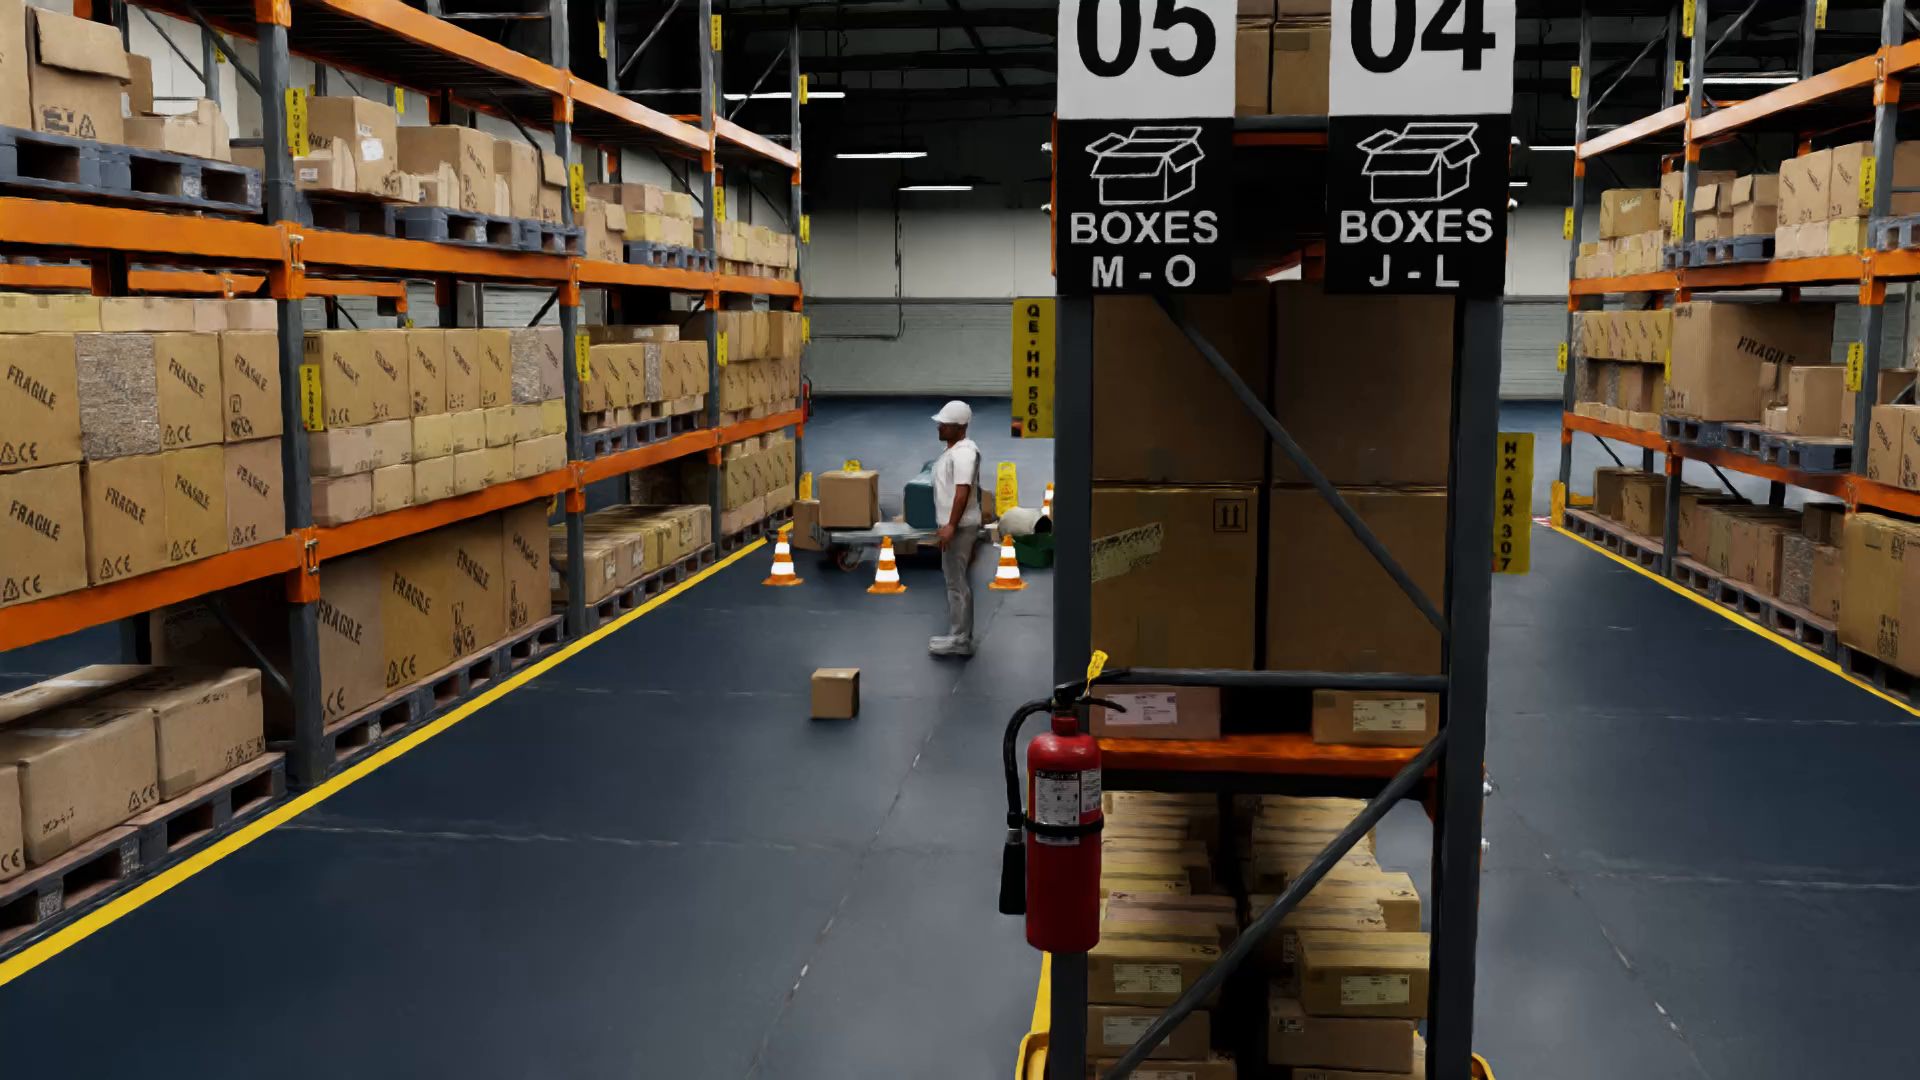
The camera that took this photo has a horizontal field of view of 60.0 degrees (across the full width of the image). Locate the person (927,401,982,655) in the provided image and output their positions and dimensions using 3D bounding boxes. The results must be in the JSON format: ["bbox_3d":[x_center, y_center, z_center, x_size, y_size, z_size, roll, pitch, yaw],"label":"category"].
[{"bbox_3d":[-0.048,-0.088,11.672,0.387,1.772,0.627,-1,8,-8],"label":"person"}]
